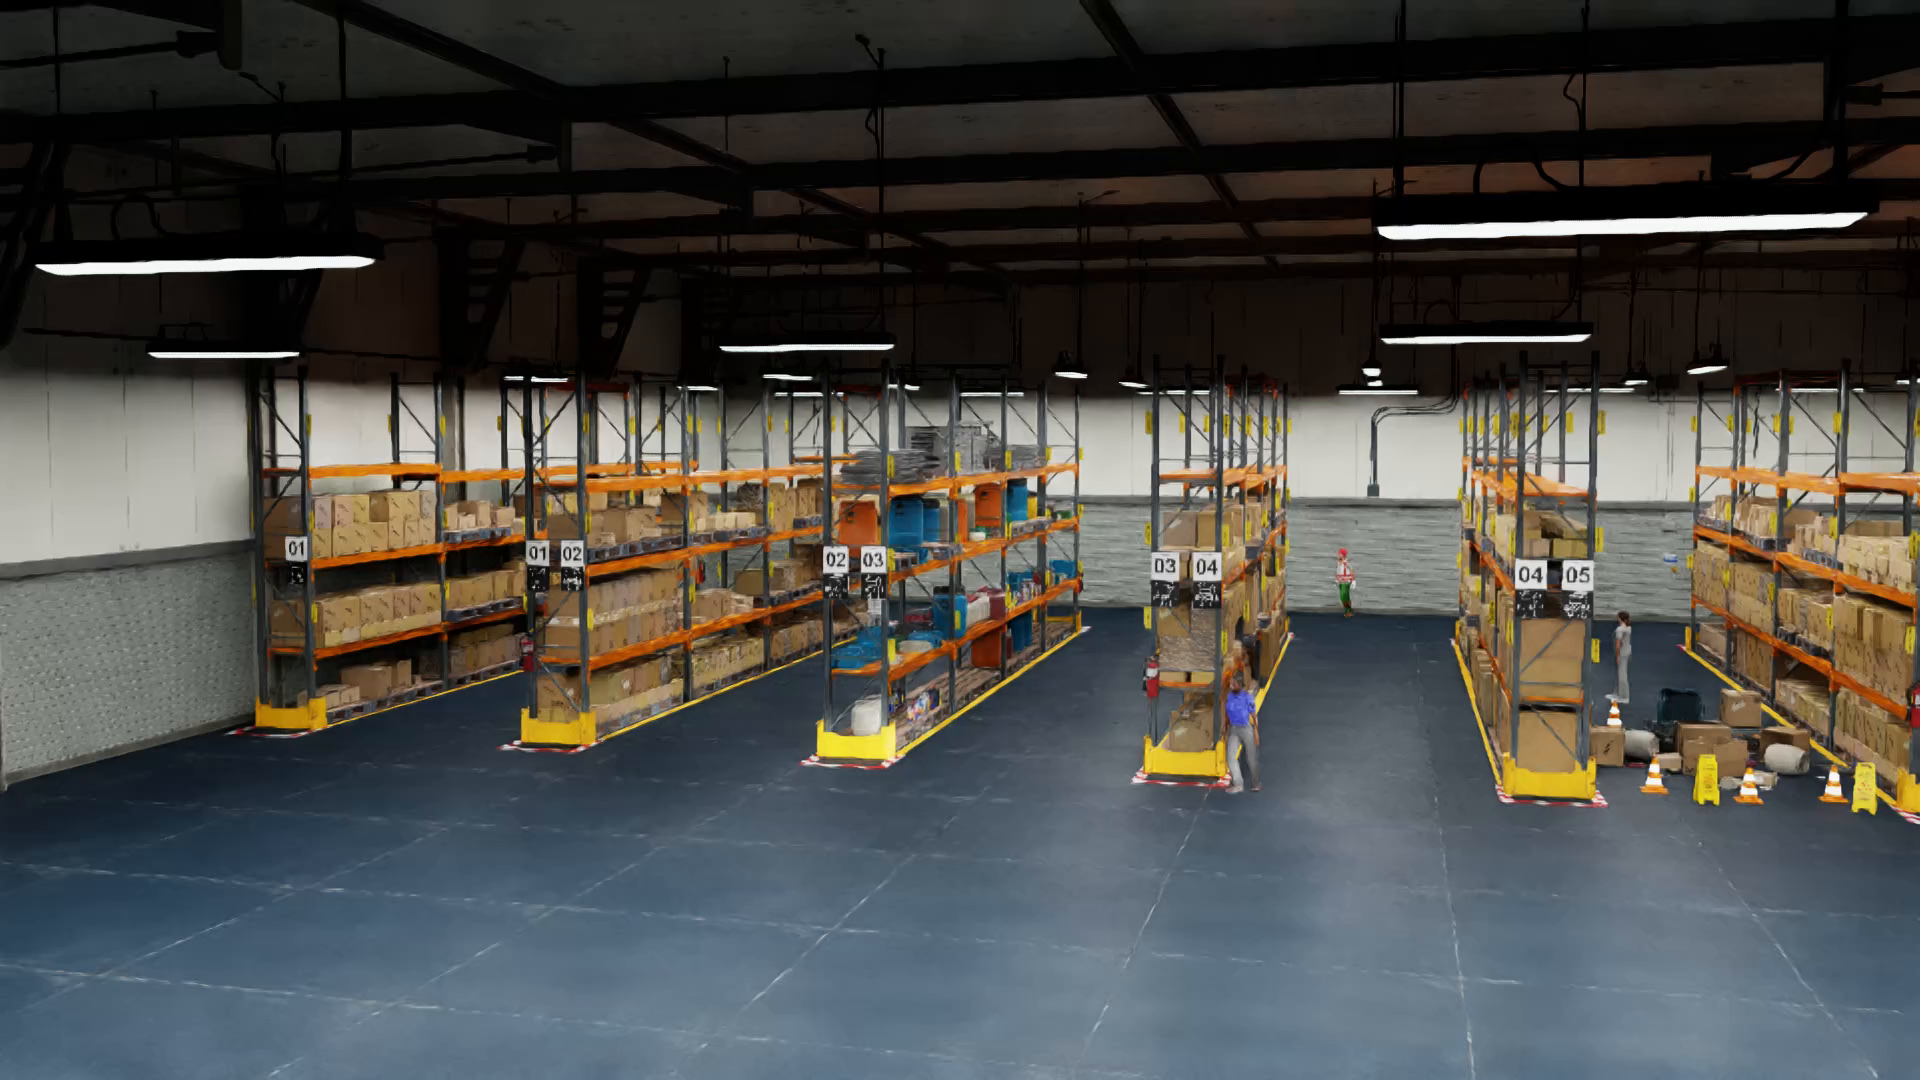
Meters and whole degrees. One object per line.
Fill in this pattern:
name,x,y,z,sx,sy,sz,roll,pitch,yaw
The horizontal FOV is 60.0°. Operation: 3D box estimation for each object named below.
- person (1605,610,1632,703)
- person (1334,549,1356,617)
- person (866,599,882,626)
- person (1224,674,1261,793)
person,11.893,2.085,29.993,0.482,1.674,0.486,4,5,44
person,10.037,1.106,43.390,0.485,1.769,0.600,-2,4,-21
person,-1.822,1.611,36.637,0.579,1.732,1.042,1,4,13
person,3.900,2.629,22.773,0.556,1.637,0.578,4,5,43
